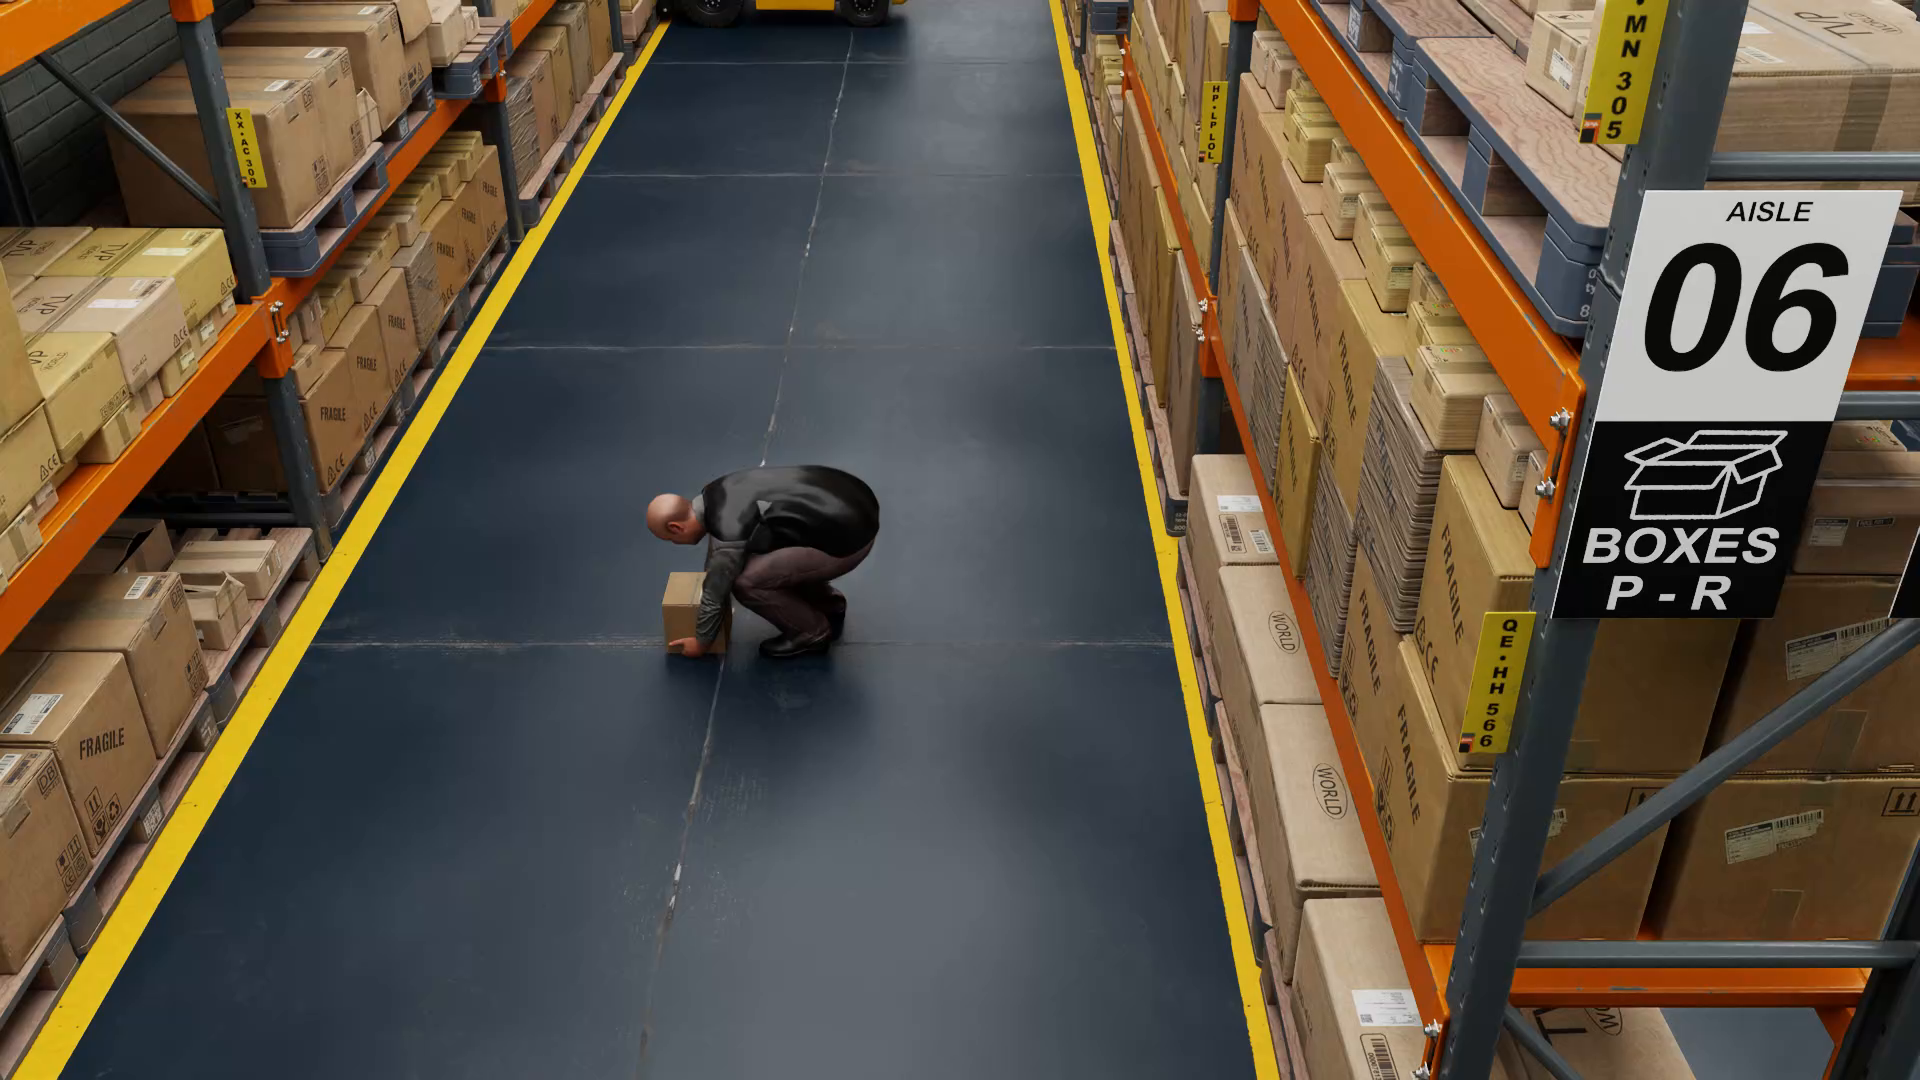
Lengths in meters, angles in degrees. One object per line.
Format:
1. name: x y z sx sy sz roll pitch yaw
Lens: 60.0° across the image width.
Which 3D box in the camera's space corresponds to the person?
1. person: -0.805 0.080 6.933 0.947 0.815 0.502 -1 31 -2
